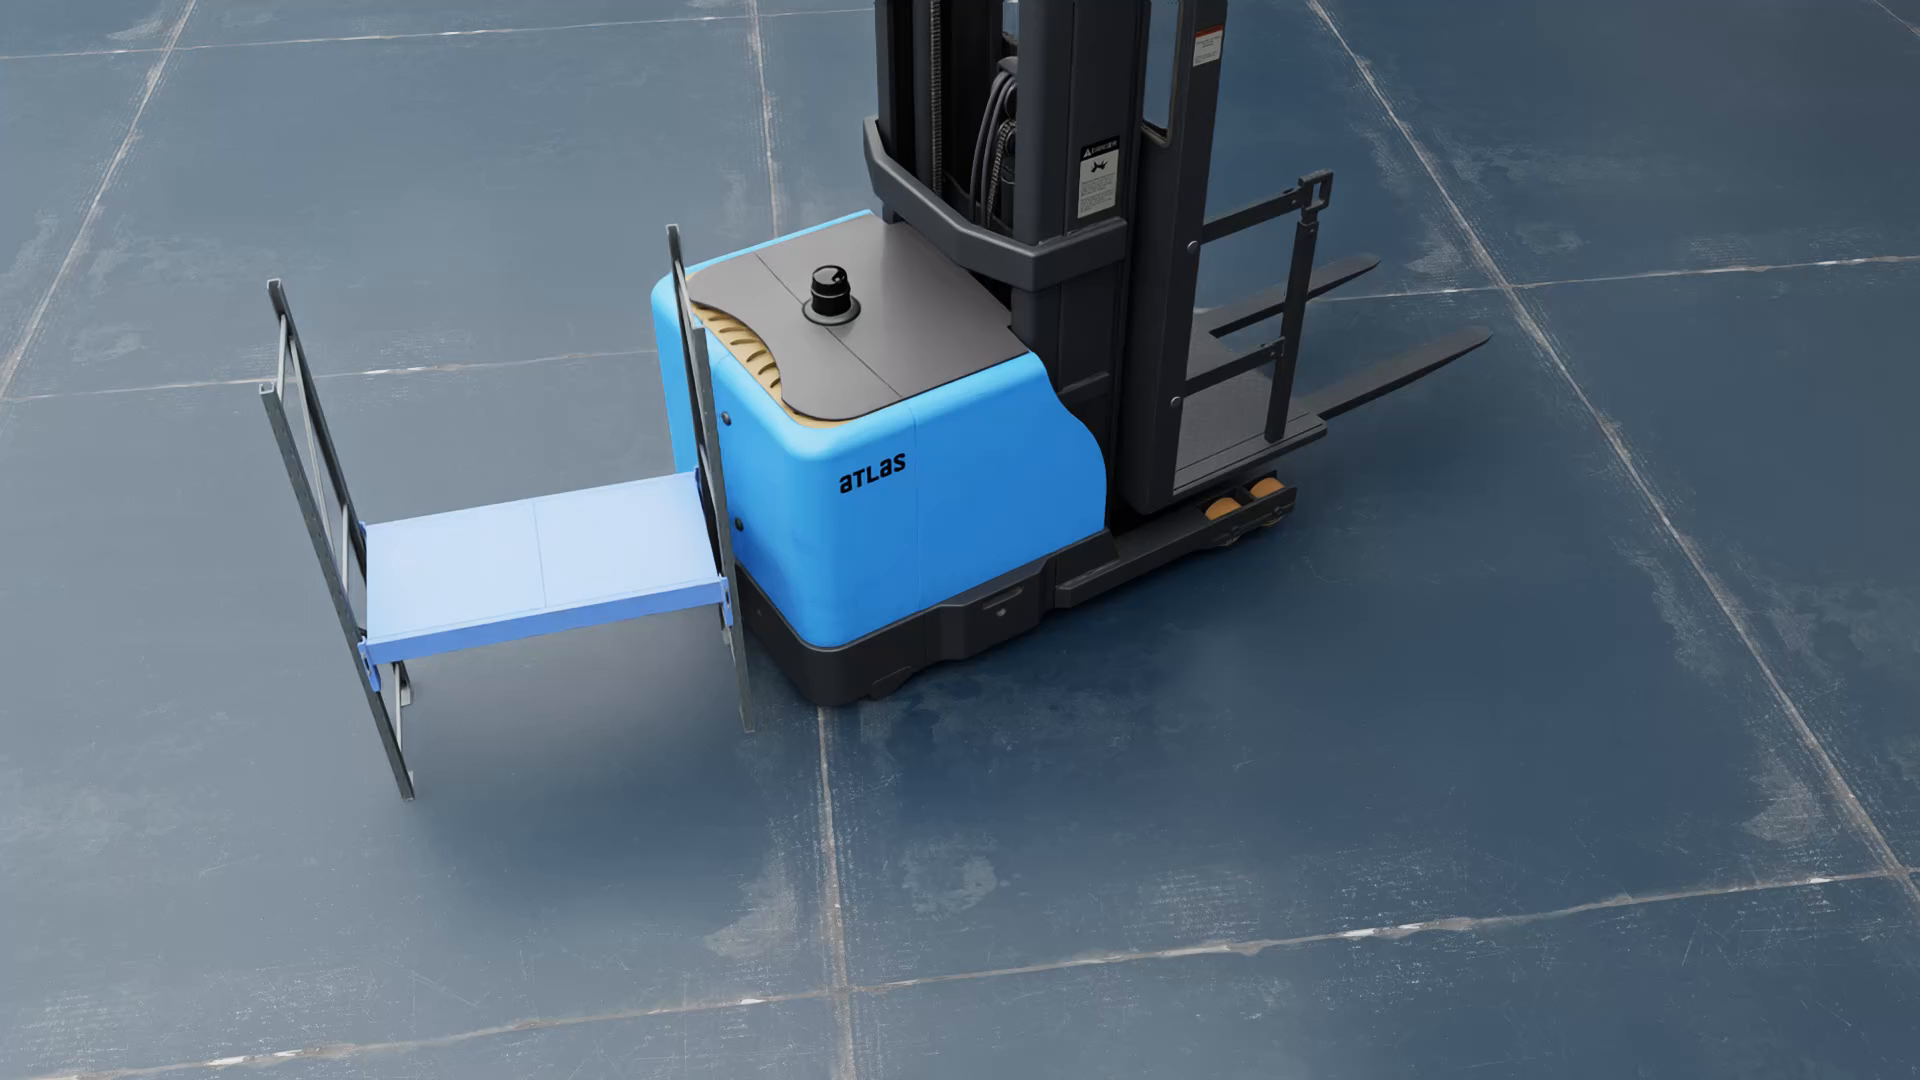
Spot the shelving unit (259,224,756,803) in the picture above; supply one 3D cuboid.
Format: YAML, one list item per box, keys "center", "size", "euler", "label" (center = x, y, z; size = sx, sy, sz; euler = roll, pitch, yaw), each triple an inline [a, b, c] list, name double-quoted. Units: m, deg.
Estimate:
- center: [-1.198, -0.037, 4.671]
  size: [1.048, 1.500, 0.538]
  euler: [-10, 43, -11]
  label: "shelving unit"

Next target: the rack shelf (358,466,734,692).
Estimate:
- center: [-1.198, 0.096, 4.792]
  size: [1.000, 0.185, 0.538]
  euler: [-10, 43, -11]
  label: "rack shelf"

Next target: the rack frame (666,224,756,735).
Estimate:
- center: [-0.707, -0.126, 4.770]
  size: [0.032, 1.500, 0.500]
  euler: [-10, 43, -11]
  label: "rack frame"

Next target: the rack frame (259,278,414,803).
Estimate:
- center: [-1.688, 0.051, 4.573]
  size: [0.032, 1.500, 0.500]
  euler: [-10, 43, -11]
  label: "rack frame"

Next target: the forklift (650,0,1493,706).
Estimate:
- center: [0.565, -1.343, 5.051]
  size: [3.031, 2.935, 1.130]
  euler: [-23, 47, -24]
  label: "forklift"
